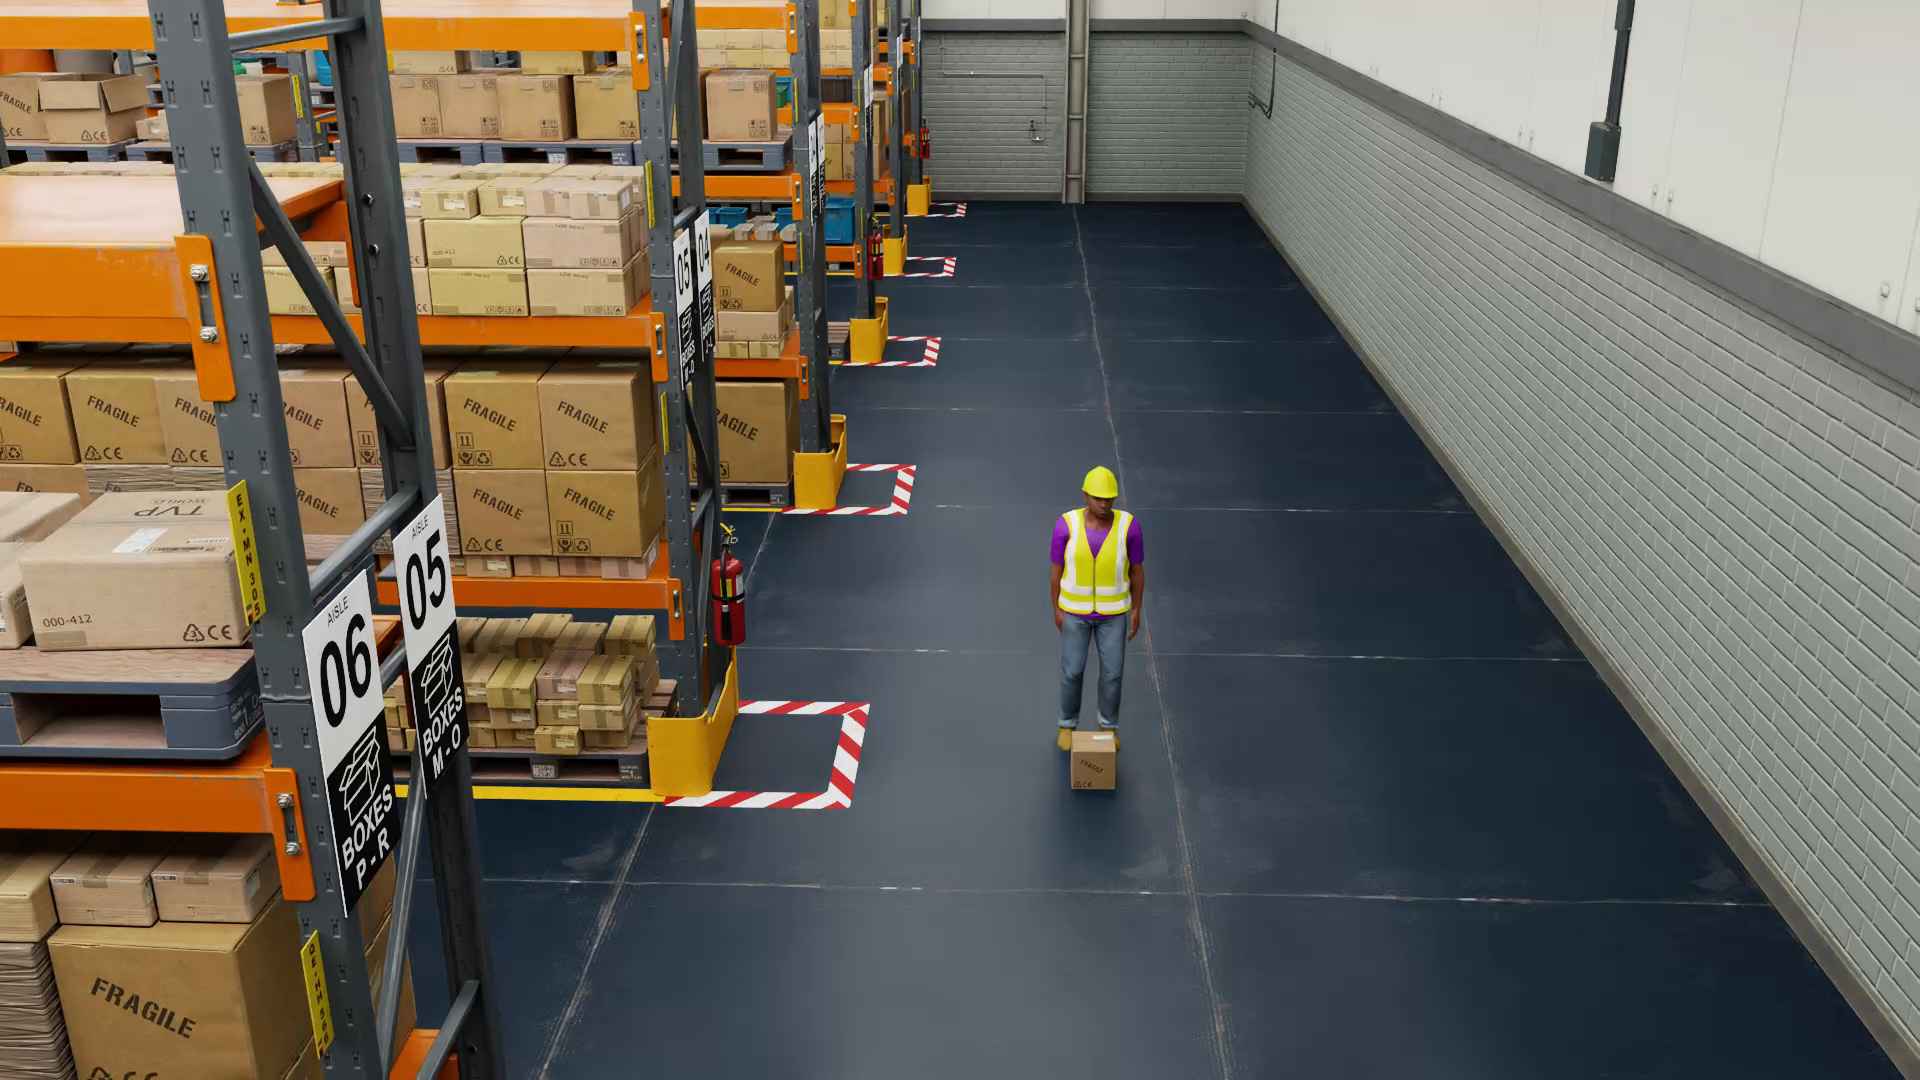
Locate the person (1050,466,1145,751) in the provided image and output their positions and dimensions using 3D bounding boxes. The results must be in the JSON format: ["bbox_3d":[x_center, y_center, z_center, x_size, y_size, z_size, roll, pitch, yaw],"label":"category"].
[{"bbox_3d":[0.815,0.424,9.961,0.562,1.783,0.361,1,21,3],"label":"person"}]
